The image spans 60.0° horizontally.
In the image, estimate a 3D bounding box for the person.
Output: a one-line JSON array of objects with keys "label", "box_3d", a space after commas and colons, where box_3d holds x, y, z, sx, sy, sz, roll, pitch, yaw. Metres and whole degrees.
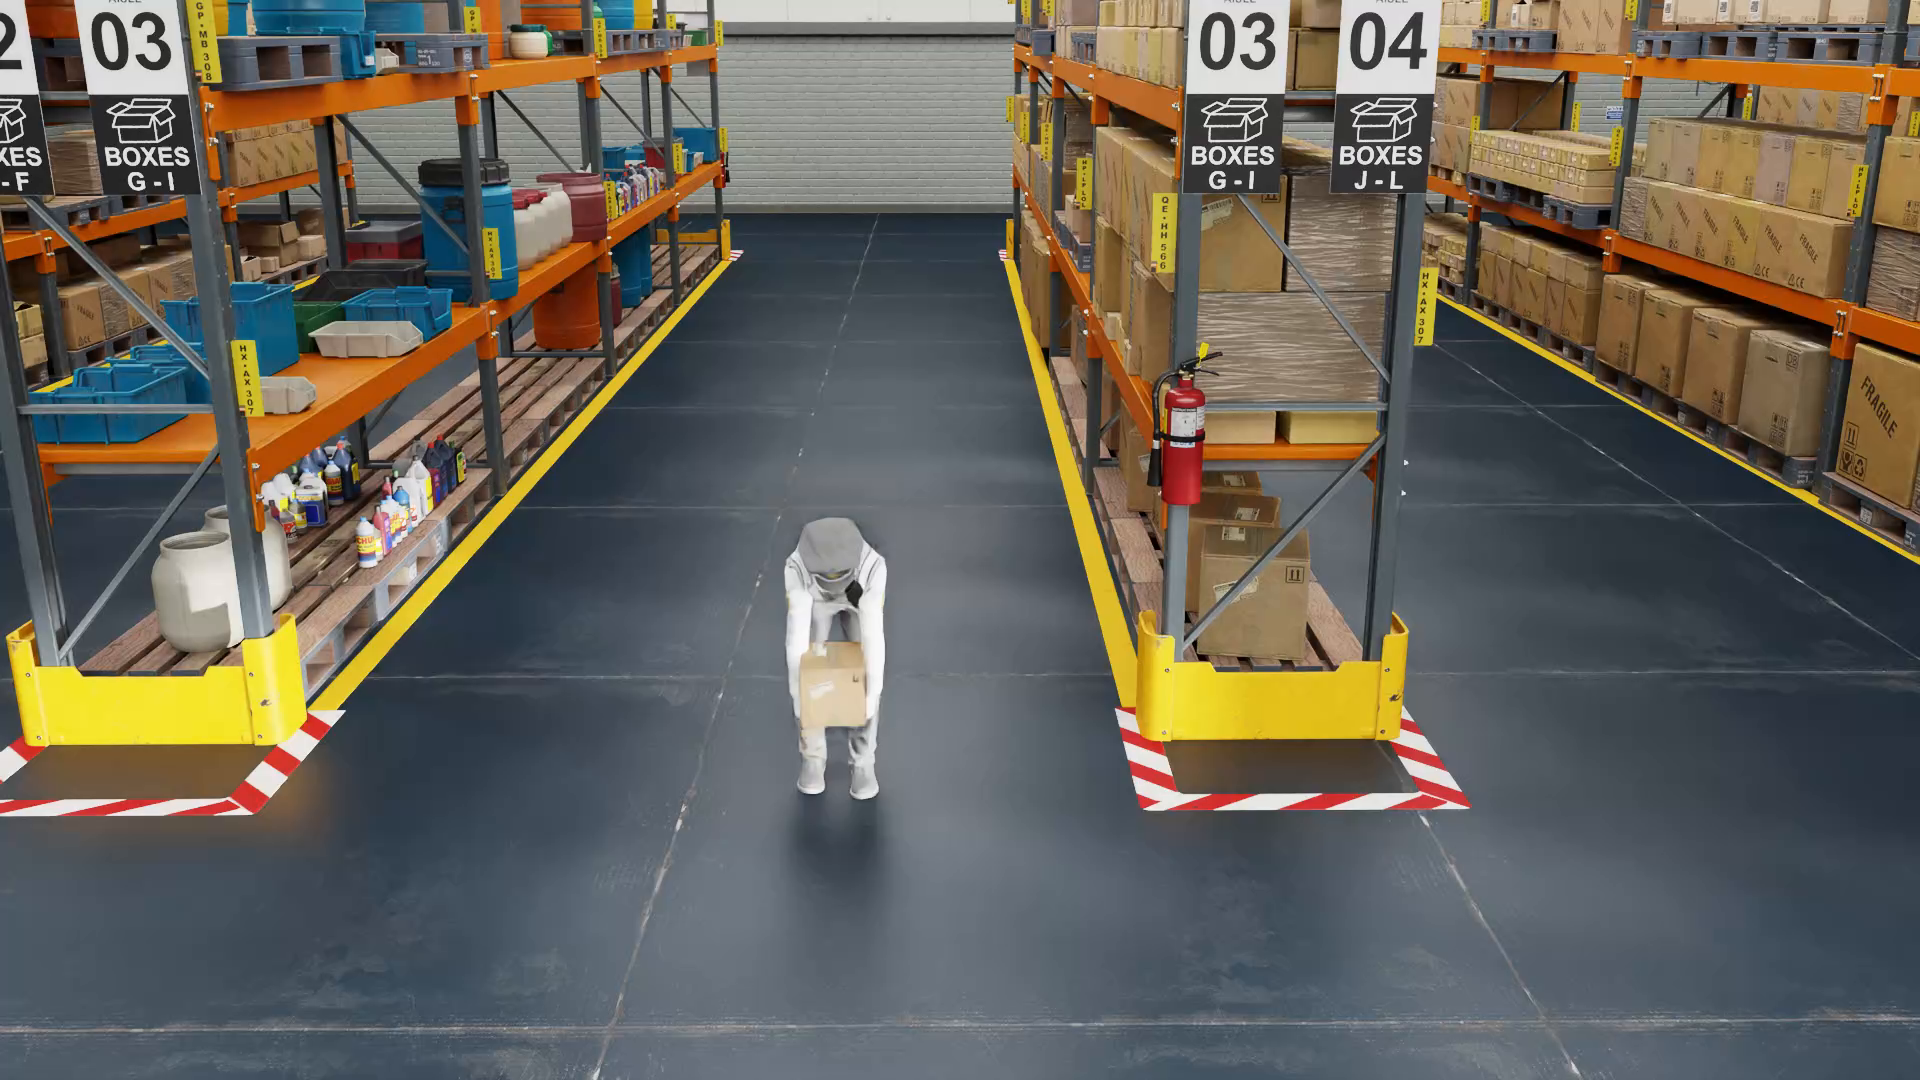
[{"label": "person", "box_3d": [-0.495, 0.466, 6.659, 0.409, 1.306, 0.886, -1, 17, -2]}]
